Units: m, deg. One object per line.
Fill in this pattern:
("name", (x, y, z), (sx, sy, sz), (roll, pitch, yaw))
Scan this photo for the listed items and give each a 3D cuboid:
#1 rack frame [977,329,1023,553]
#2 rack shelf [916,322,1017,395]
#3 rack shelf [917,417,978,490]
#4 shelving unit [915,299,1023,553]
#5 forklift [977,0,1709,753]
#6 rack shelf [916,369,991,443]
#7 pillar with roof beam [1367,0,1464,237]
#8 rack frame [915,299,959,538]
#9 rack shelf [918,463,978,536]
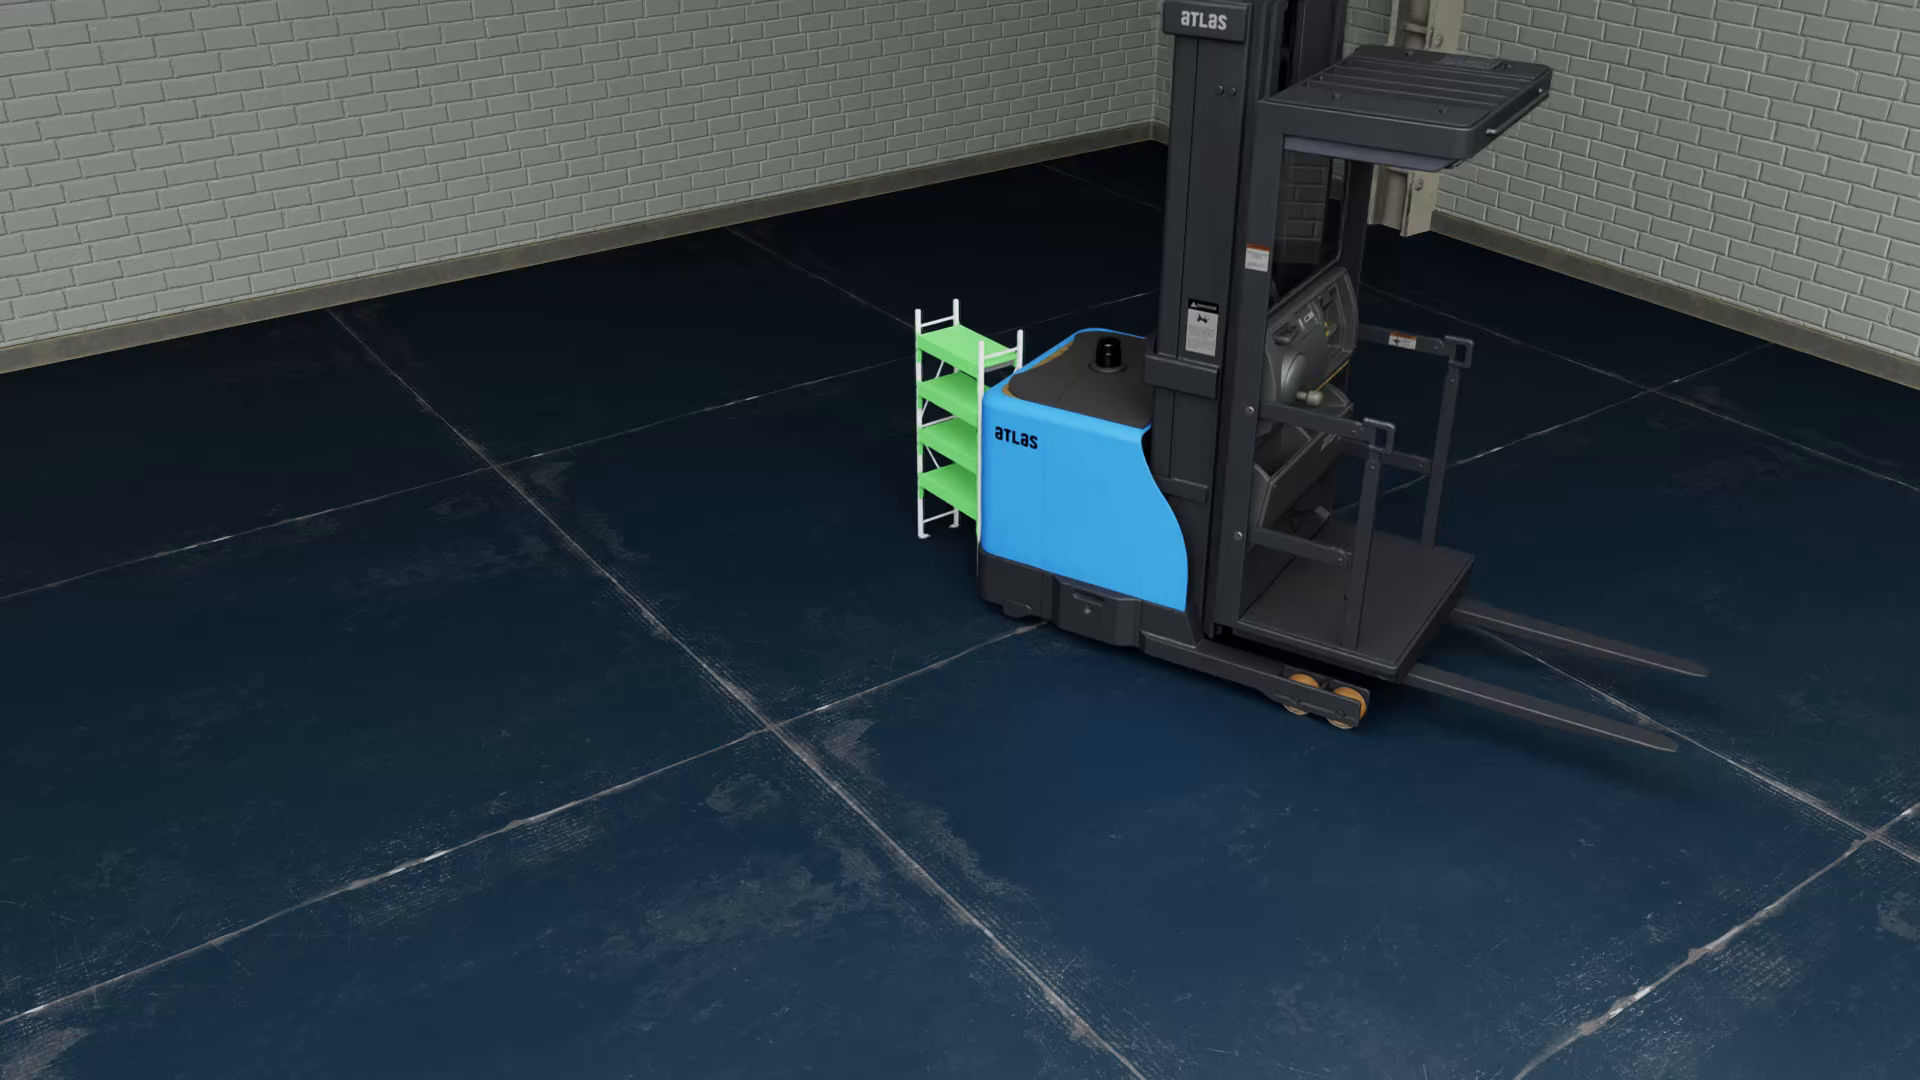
("rack frame", (0.183, -0.384, 7.700), (0.240, 1.200, 0.015), (-19, 34, -31))
("rack shelf", (0.038, -0.843, 7.674), (0.258, 0.148, 0.480), (-19, 34, -31))
("rack shelf", (0.038, -0.422, 7.903), (0.258, 0.148, 0.480), (-19, 34, -31))
("shelving unit", (0.038, -0.478, 7.872), (0.258, 1.200, 0.503), (-19, 34, -31))
("forklift", (1.603, -0.804, 6.659), (3.031, 2.935, 1.130), (16, 33, 28))
("rack shelf", (0.038, -0.632, 7.788), (0.258, 0.148, 0.480), (-19, 34, -31))
("pillar with roof beam", (-0.173, -5.146, 8.296), (9.100, 9.000, 0.400), (-19, 34, -31))
("rack frame", (-0.107, -0.571, 8.045), (0.240, 1.200, 0.015), (-19, 34, -31))
("rack shelf", (0.038, -0.211, 8.017), (0.258, 0.148, 0.480), (-19, 34, -31))
